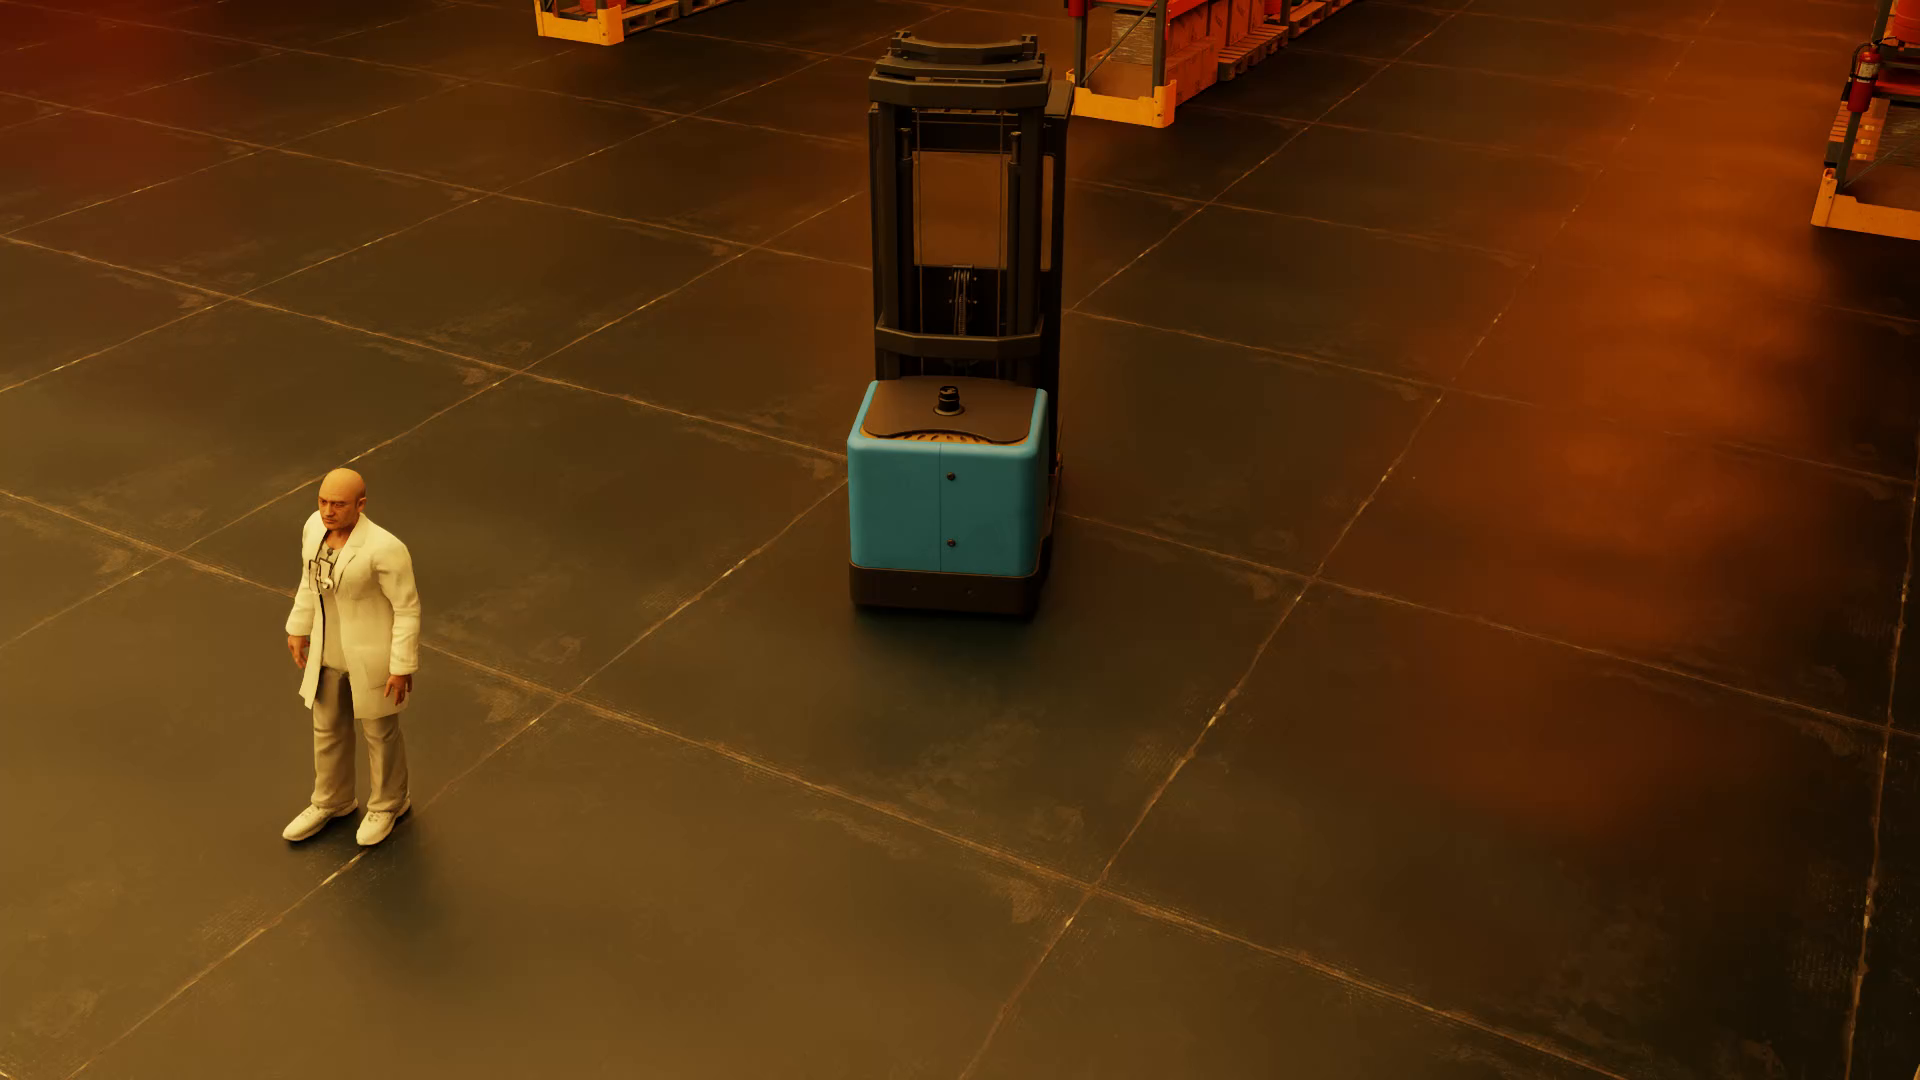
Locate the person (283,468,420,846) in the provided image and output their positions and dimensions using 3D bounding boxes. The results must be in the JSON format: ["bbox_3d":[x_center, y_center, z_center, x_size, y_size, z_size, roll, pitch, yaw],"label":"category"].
[{"bbox_3d":[-2.696,0.546,7.263,0.698,1.778,0.579,13,32,21],"label":"person"}]

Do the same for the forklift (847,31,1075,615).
[{"bbox_3d":[0.072,-1.572,9.794,1.130,2.935,3.031,3,30,6],"label":"forklift"}]
